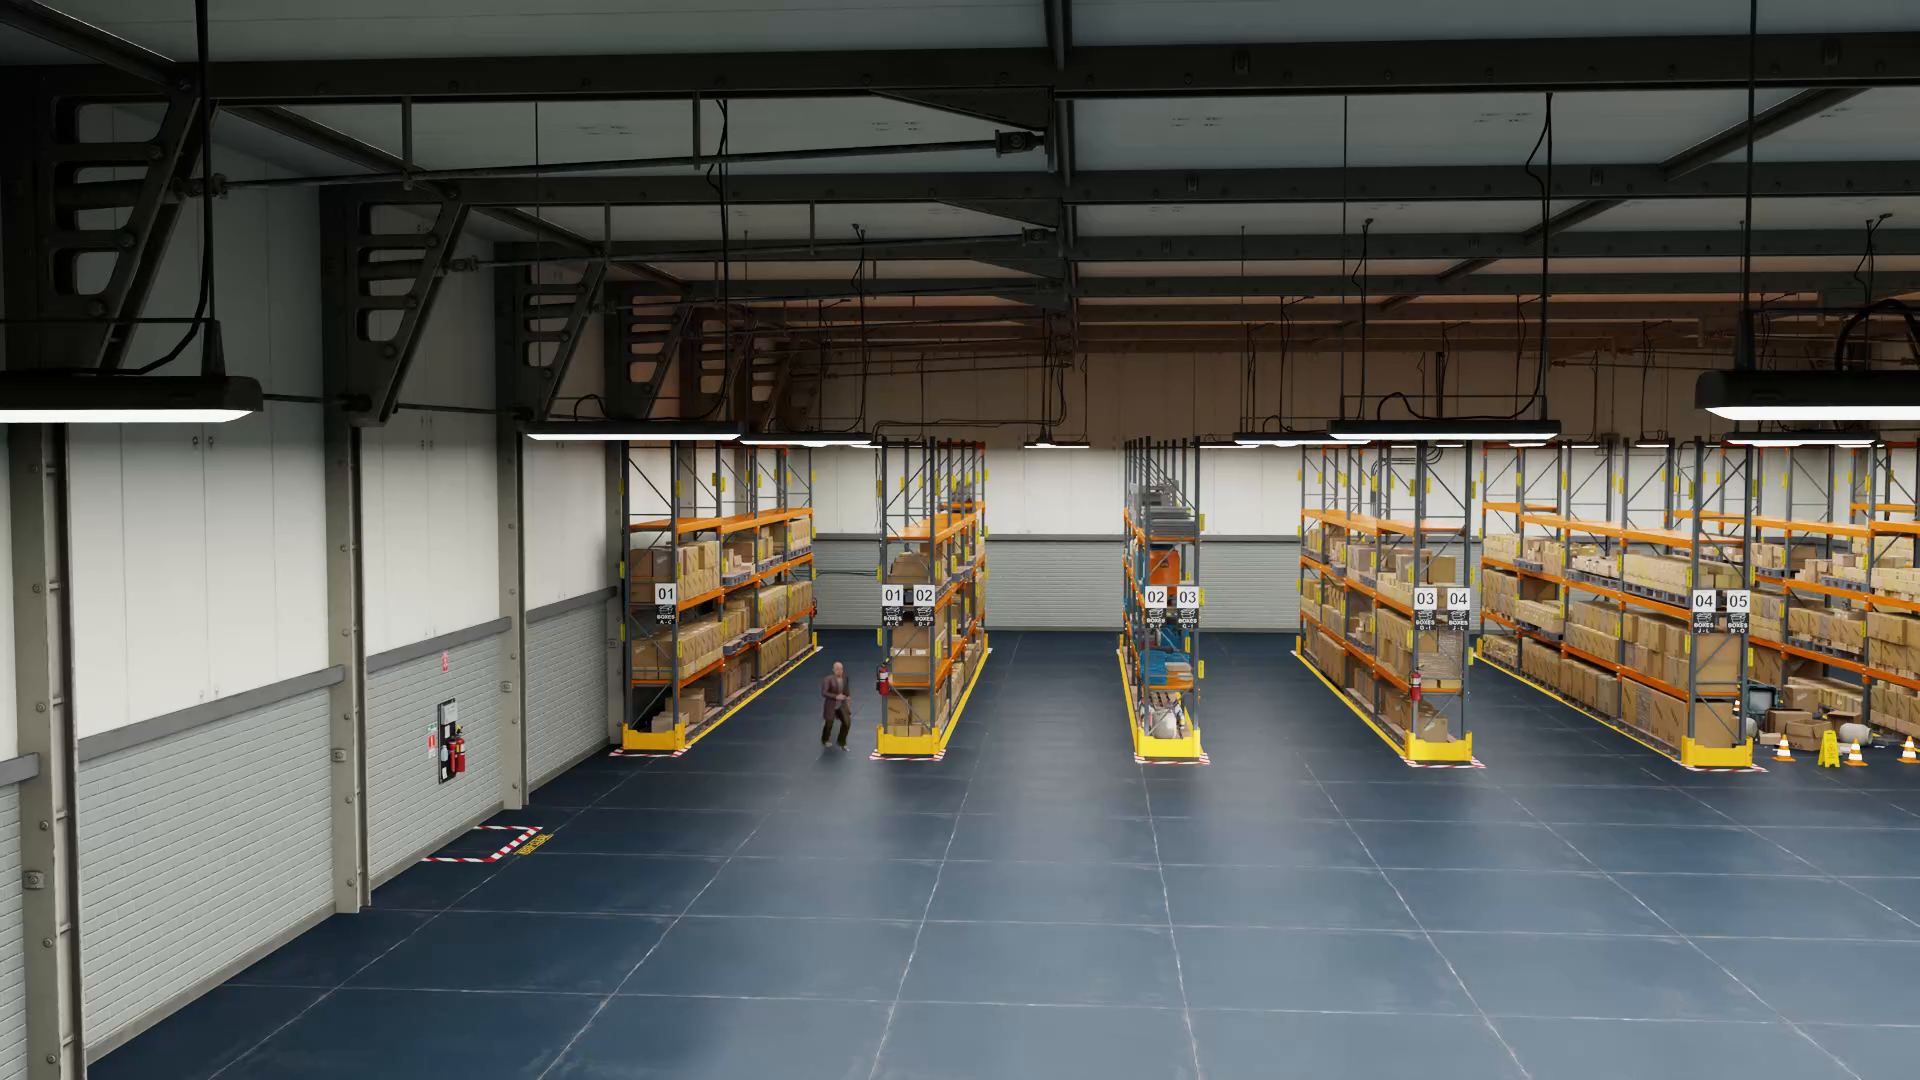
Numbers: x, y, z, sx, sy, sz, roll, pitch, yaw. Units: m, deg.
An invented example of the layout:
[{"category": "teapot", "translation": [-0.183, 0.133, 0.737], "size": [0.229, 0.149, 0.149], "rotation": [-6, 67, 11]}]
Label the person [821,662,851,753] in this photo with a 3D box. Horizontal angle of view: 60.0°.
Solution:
[{"category": "person", "translation": [-2.365, 3.183, 31.647], "size": [0.715, 1.759, 1.000], "rotation": [-2, 3, -28]}]

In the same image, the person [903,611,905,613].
[{"category": "person", "translation": [-1.571, 2.505, 45.821], "size": [0.598, 1.551, 0.715], "rotation": [0, 3, -4]}]

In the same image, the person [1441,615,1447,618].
[{"category": "person", "translation": [13.333, 2.480, 46.123], "size": [0.596, 1.563, 0.763], "rotation": [-3, 4, -44]}]
